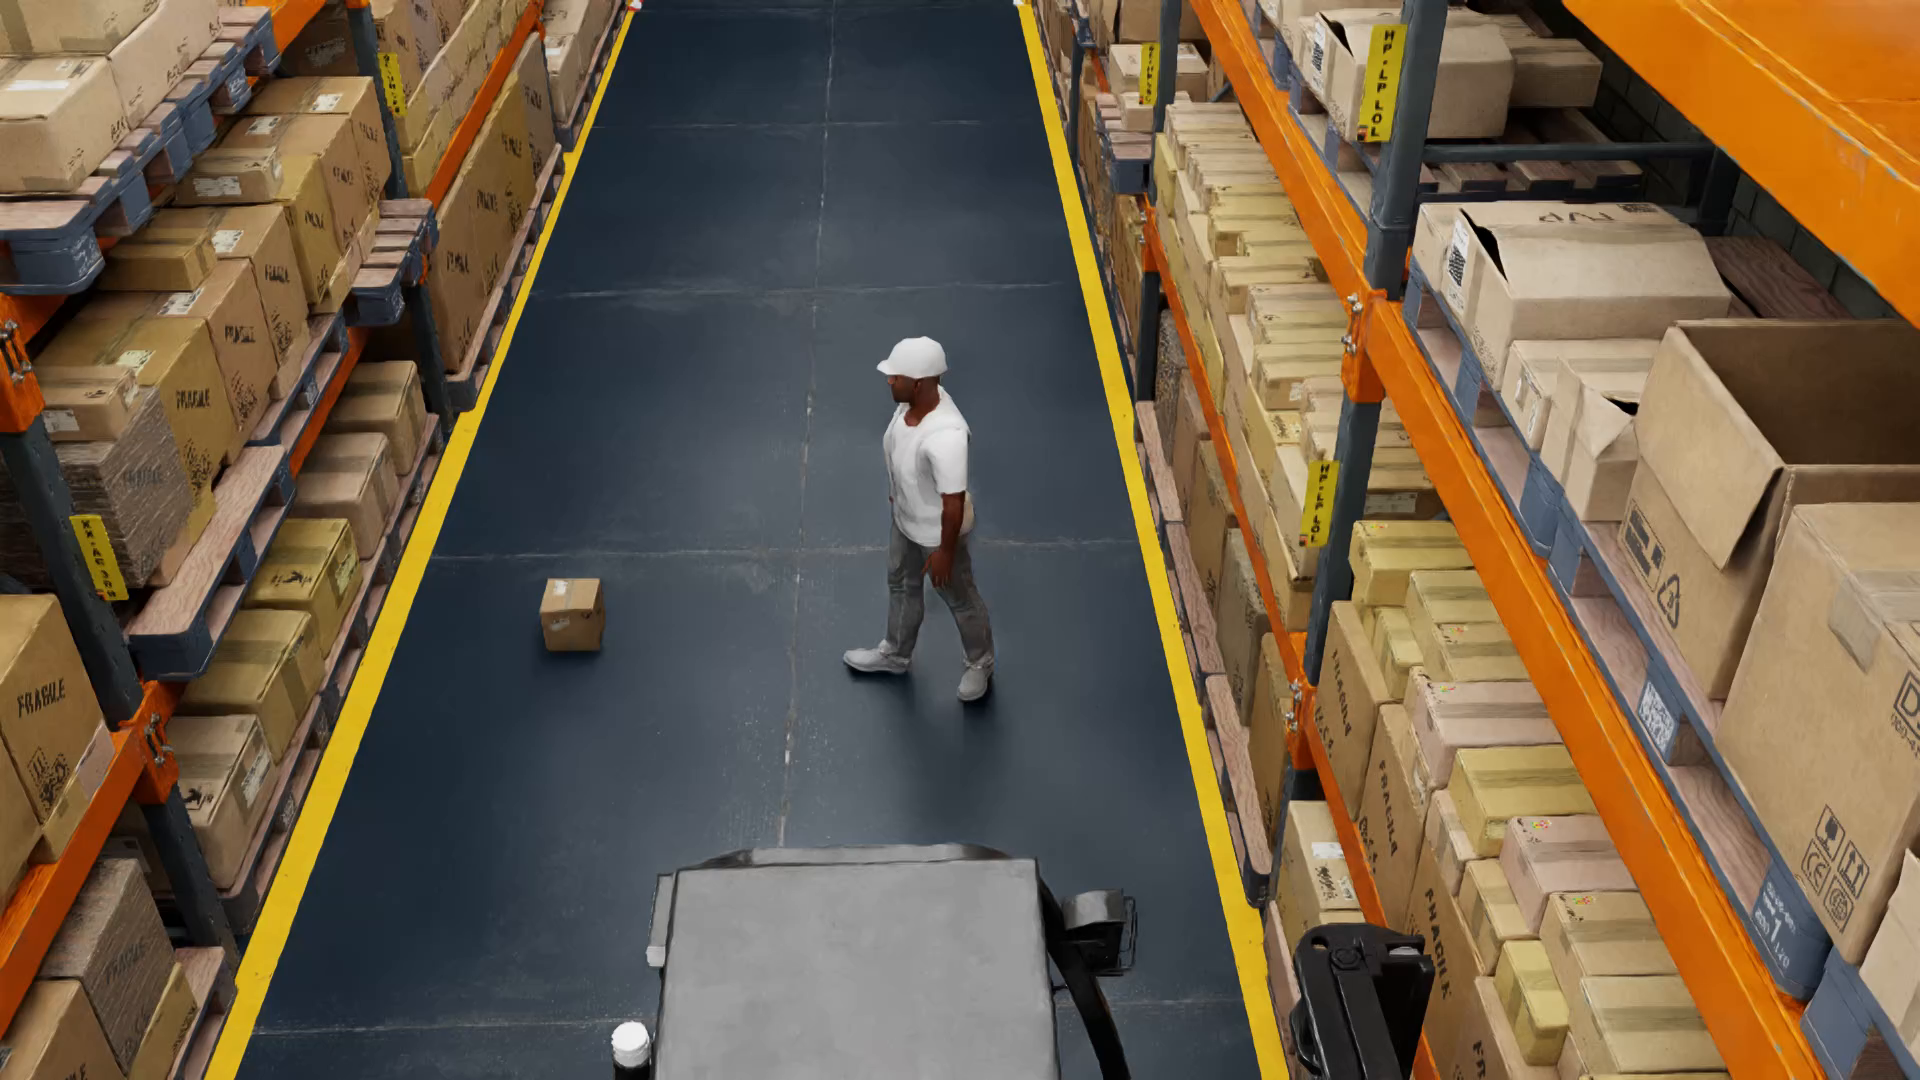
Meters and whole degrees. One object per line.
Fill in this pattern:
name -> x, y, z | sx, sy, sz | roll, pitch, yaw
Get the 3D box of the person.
person -> -0.185, -0.094, 7.304 | 0.637, 1.767, 0.683 | -14, 37, -19
